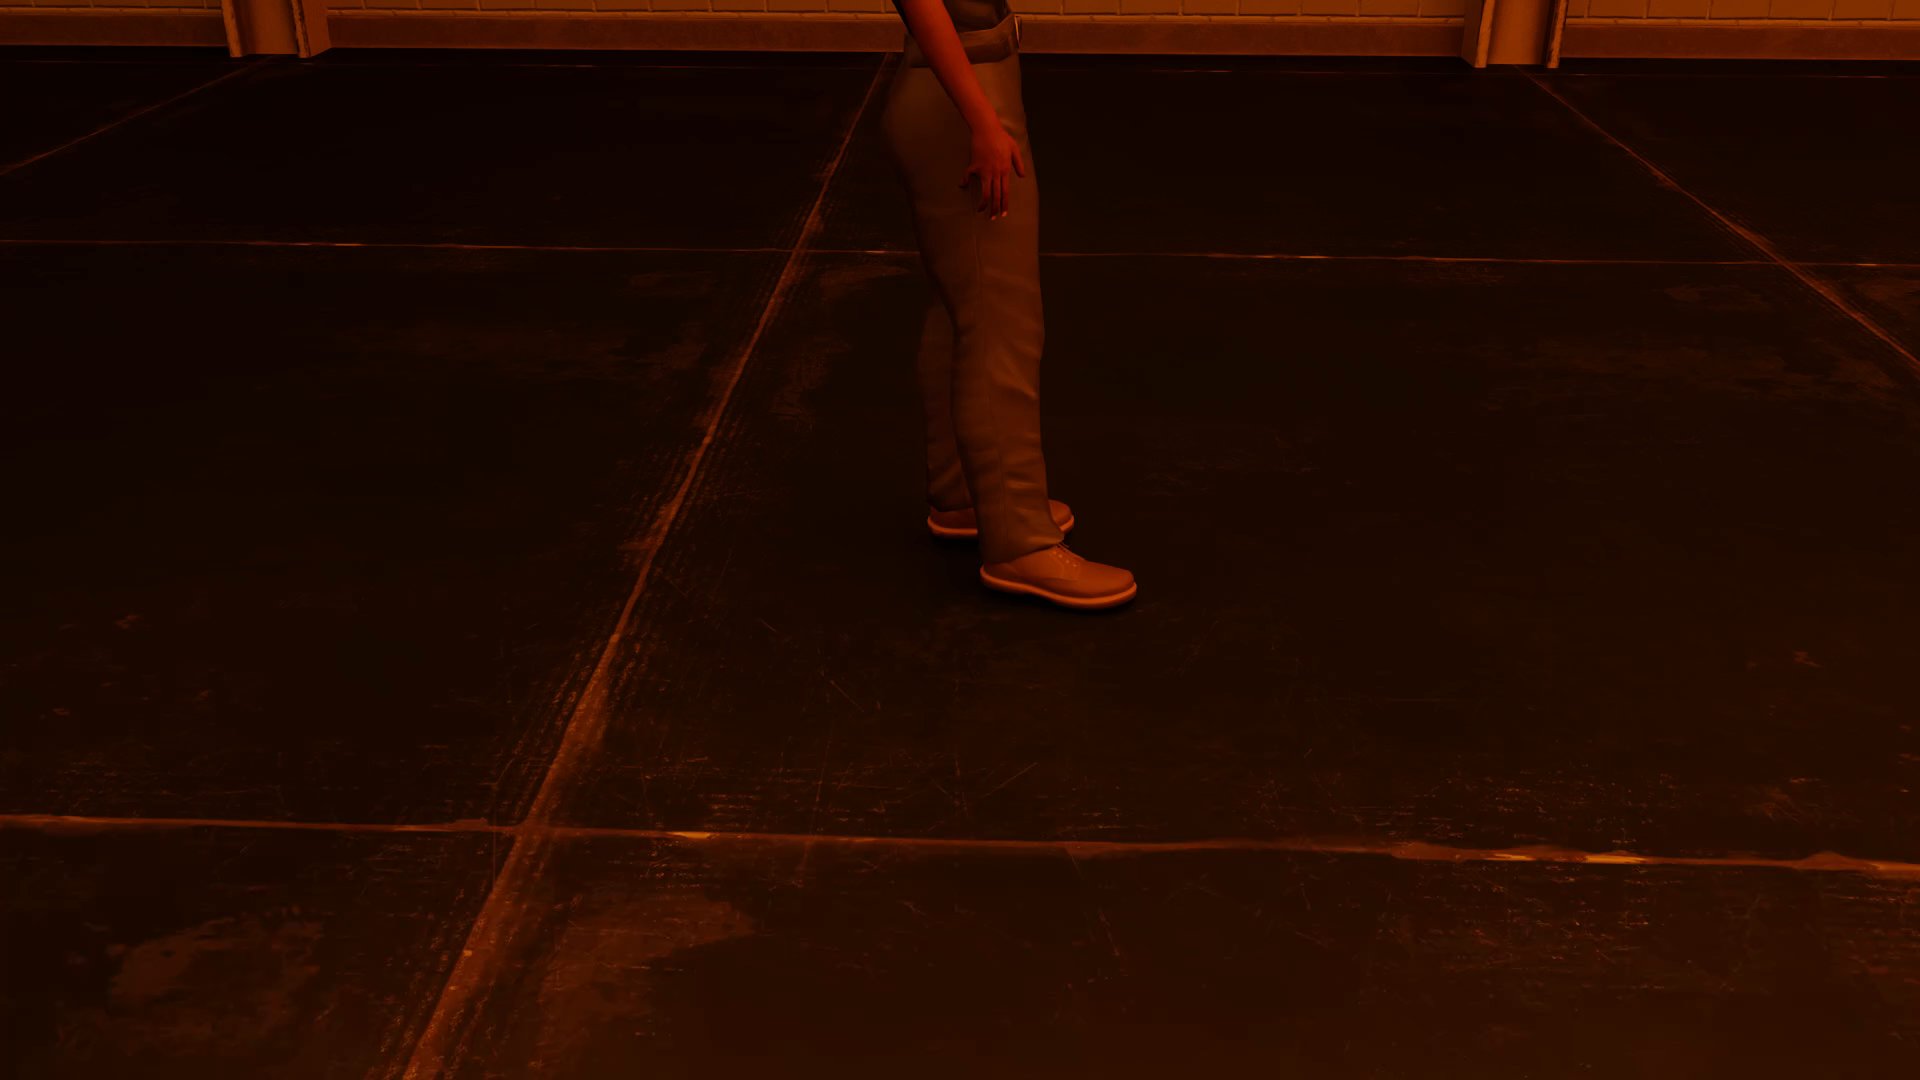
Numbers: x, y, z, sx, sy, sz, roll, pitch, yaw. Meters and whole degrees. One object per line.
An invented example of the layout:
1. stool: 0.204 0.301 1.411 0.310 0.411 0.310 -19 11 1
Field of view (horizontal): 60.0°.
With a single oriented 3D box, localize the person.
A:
1. person: 0.086 -0.694 2.962 0.504 1.558 0.567 1 26 2
